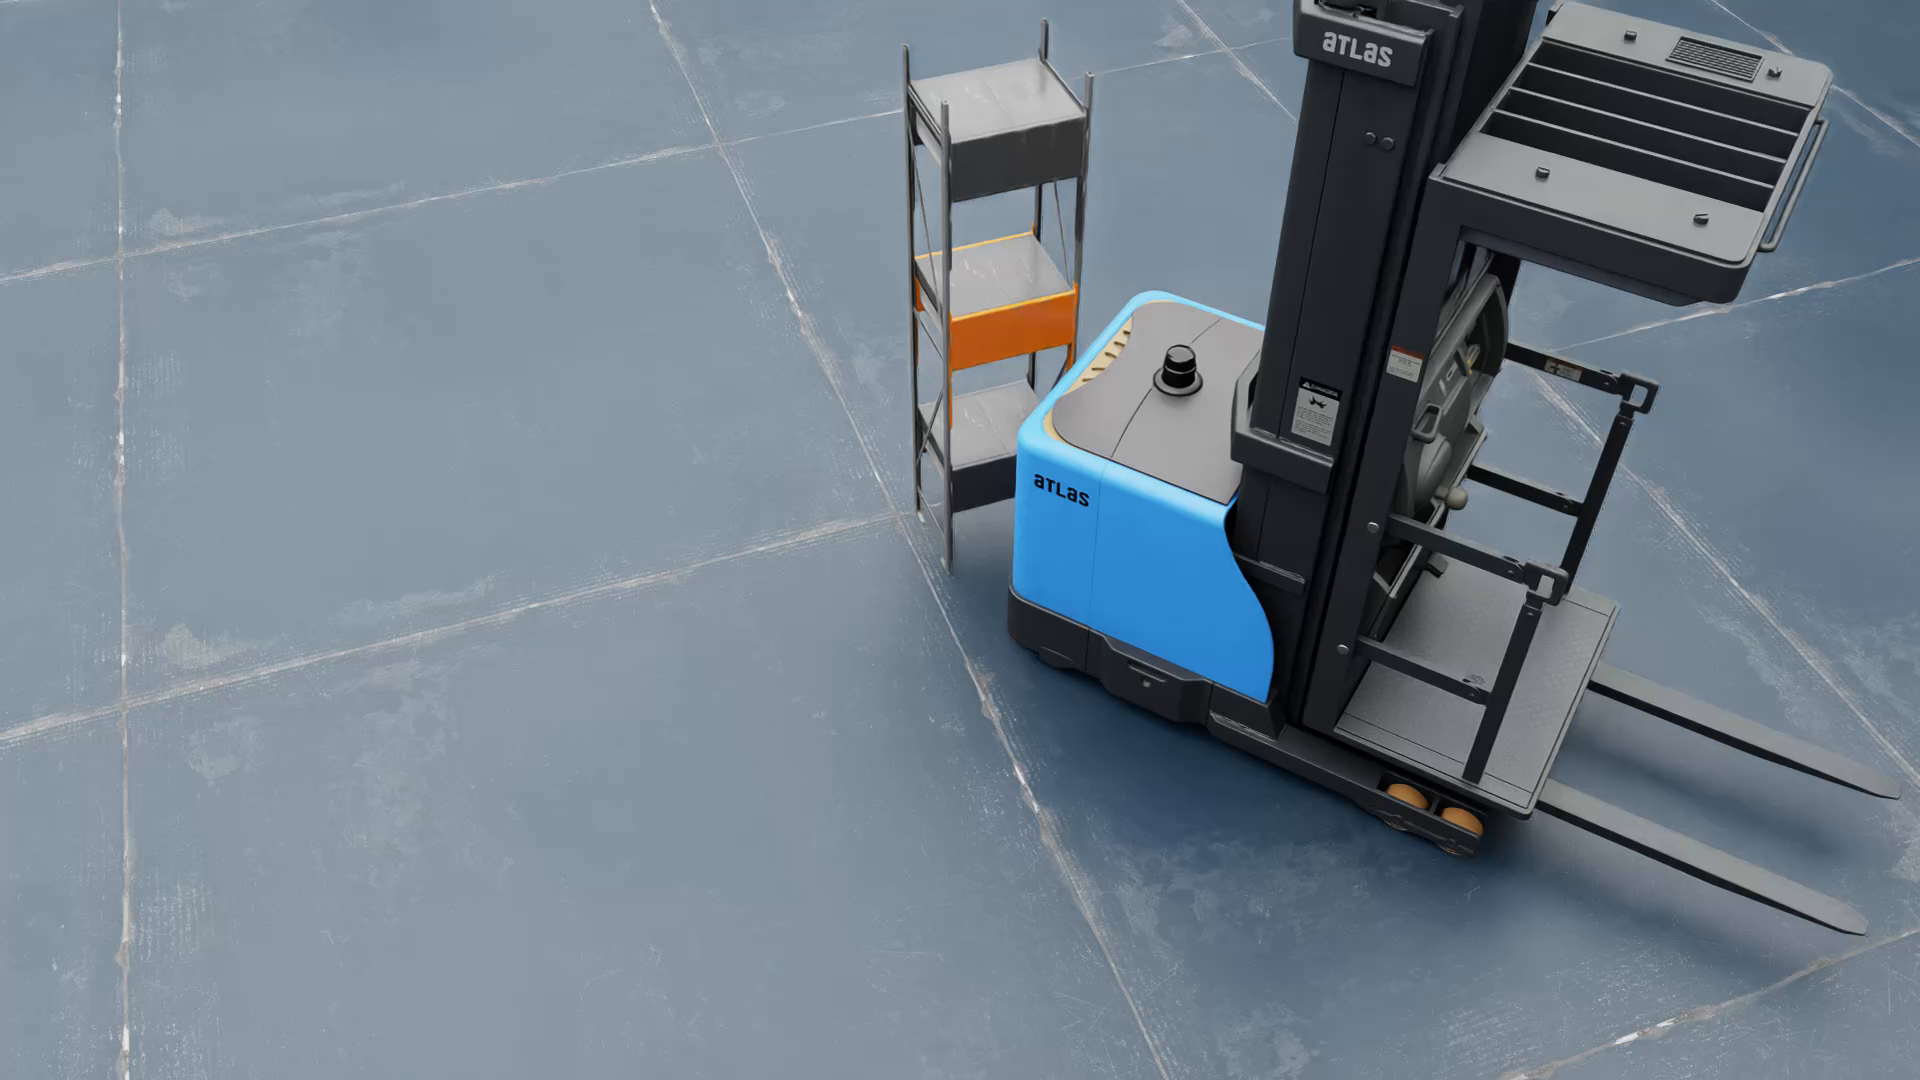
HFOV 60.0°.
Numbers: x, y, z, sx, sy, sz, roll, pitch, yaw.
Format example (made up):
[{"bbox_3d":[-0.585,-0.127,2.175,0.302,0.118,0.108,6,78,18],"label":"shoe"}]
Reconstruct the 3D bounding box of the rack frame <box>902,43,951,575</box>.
[{"bbox_3d":[-0.111,-0.734,5.999,0.015,2.100,0.400,-15,47,-14],"label":"rack frame"}]

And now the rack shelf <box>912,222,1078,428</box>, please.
[{"bbox_3d":[0.117,-0.785,6.069,0.480,0.518,0.431,-15,47,-14],"label":"rack shelf"}]

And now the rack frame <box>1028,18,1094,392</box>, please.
[{"bbox_3d":[0.346,-0.855,6.120,0.015,2.100,0.400,-15,47,-14],"label":"rack frame"}]

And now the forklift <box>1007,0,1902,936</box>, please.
[{"bbox_3d":[1.707,-0.395,5.074,3.031,2.935,1.130,23,49,21],"label":"forklift"}]

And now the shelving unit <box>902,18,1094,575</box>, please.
[{"bbox_3d":[0.117,-0.795,6.060,0.503,2.100,0.431,-15,47,-14],"label":"shelving unit"}]

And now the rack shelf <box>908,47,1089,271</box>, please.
[{"bbox_3d":[0.117,-1.279,5.573,0.480,0.518,0.431,-15,47,-14],"label":"rack shelf"}]

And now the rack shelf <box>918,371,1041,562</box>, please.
[{"bbox_3d":[0.117,-0.291,6.565,0.480,0.518,0.431,-15,47,-14],"label":"rack shelf"}]
